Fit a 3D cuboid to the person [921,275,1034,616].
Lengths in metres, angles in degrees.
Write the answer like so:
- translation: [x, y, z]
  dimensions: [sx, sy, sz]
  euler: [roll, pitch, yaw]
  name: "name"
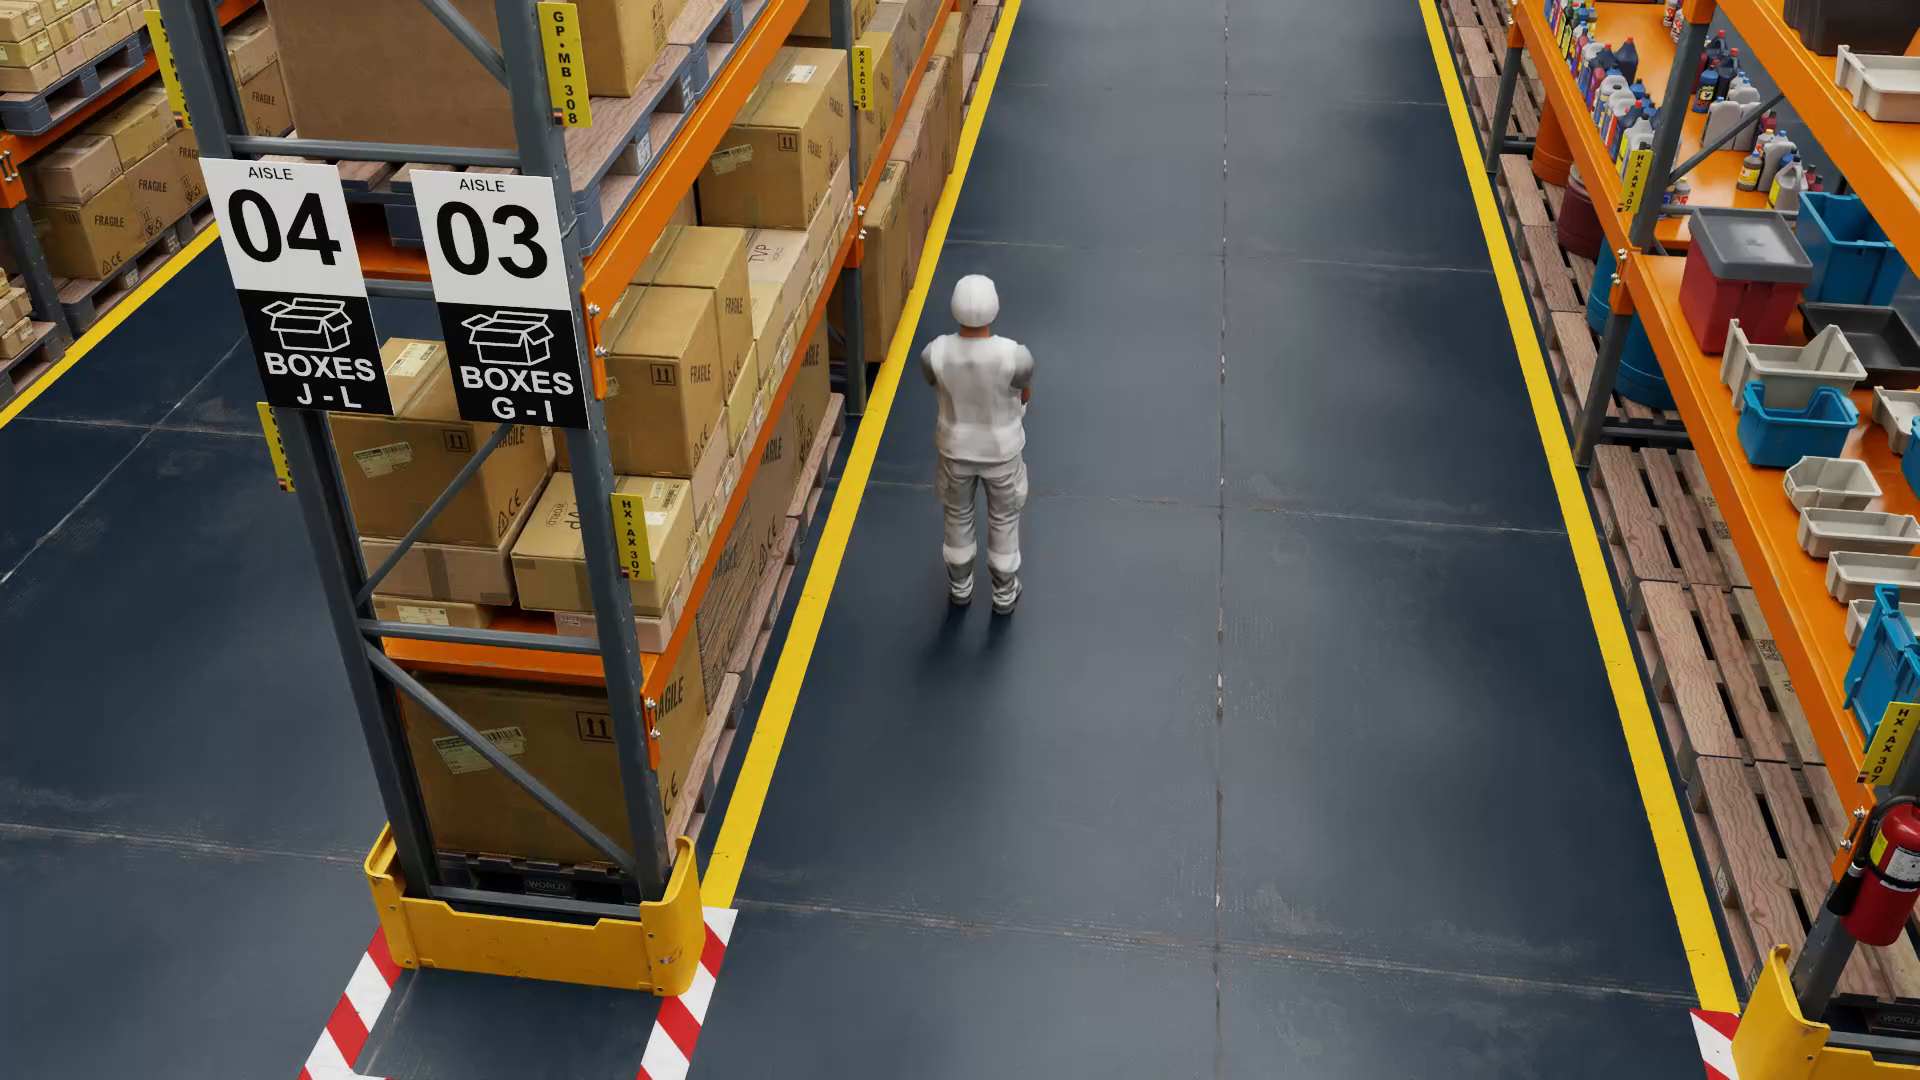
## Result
- translation: [0.093, -0.475, 7.681]
  dimensions: [0.500, 1.786, 0.560]
  euler: [4, 36, 6]
  name: "person"
